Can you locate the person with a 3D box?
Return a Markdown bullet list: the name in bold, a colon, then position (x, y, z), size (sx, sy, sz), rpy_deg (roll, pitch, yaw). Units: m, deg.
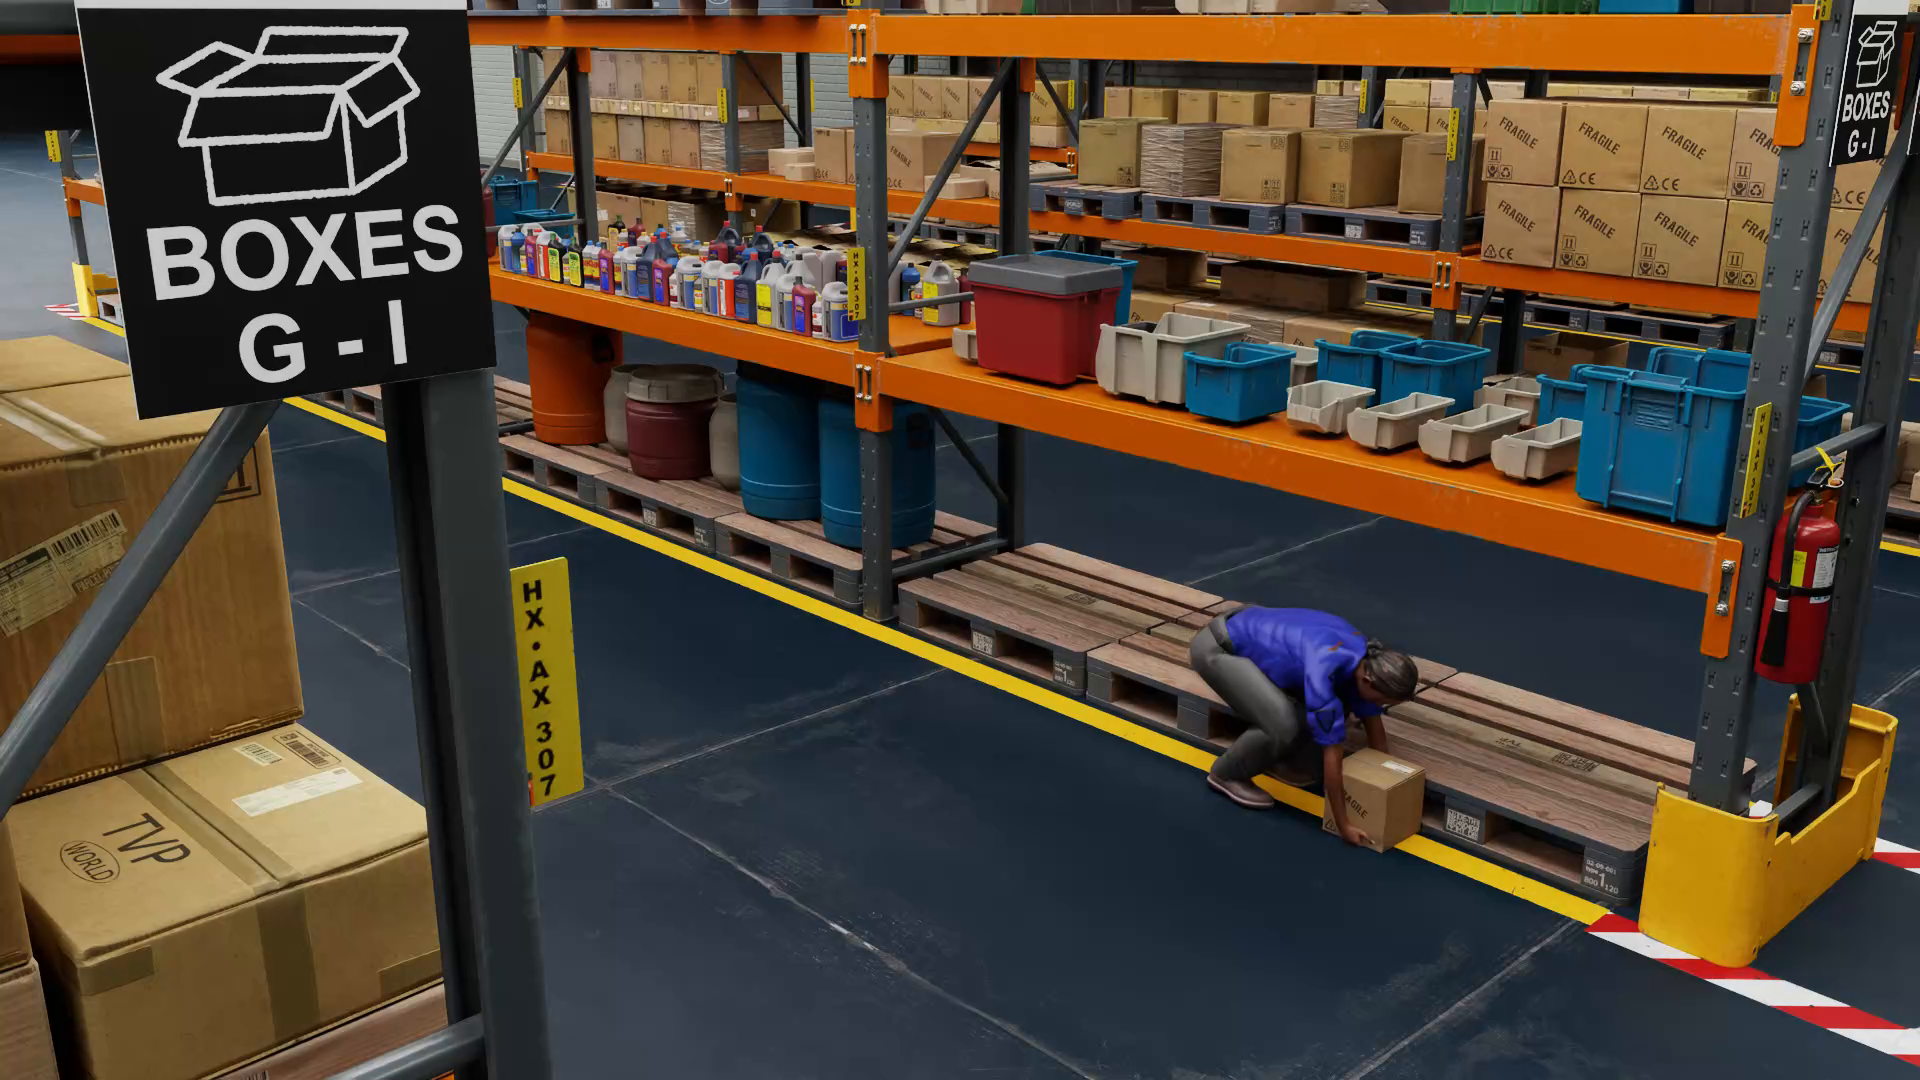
- **person**: position (1.259, 0.632, 6.116), size (0.873, 0.766, 0.465), rpy_deg (16, 24, 42)
